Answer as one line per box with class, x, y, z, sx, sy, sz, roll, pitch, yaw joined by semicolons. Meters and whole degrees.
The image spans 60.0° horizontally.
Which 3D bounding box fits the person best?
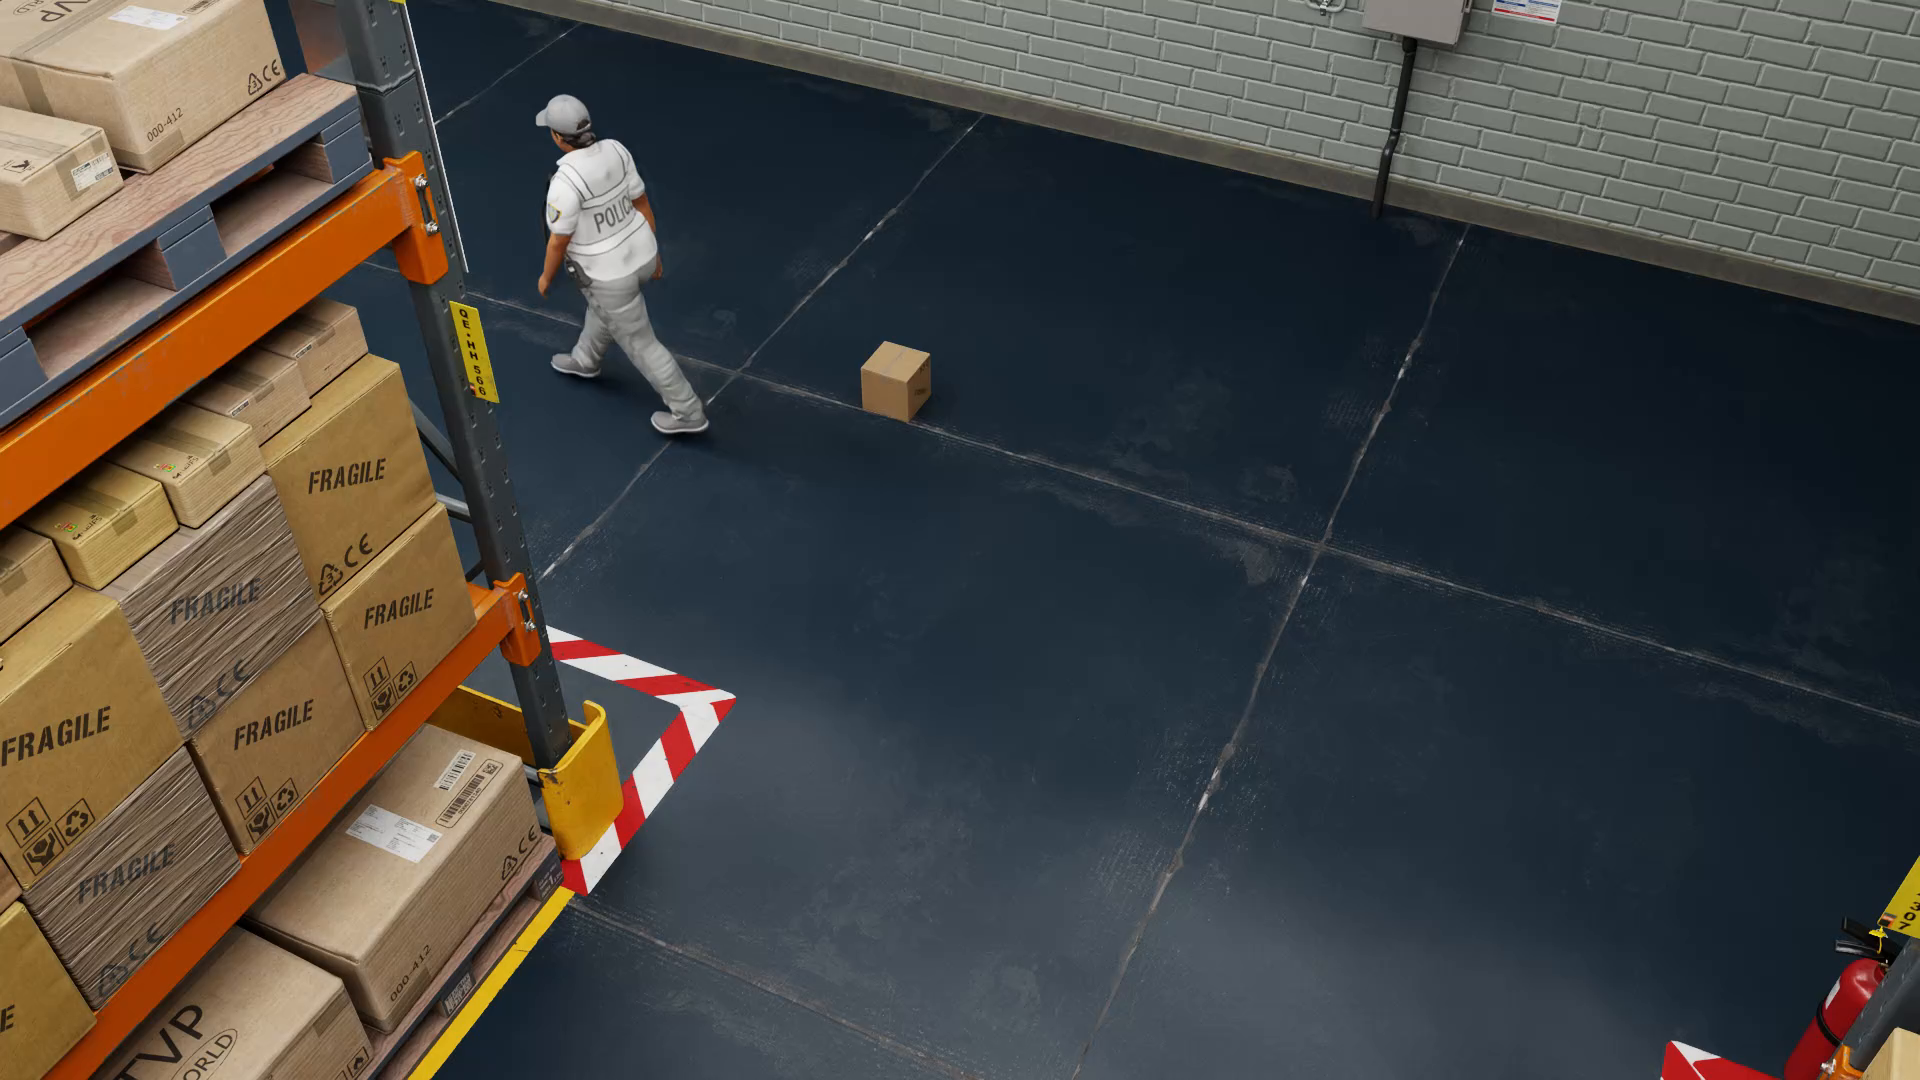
person;-1.631;-1.260;7.538;1.012;1.607;0.498;16;45;17
